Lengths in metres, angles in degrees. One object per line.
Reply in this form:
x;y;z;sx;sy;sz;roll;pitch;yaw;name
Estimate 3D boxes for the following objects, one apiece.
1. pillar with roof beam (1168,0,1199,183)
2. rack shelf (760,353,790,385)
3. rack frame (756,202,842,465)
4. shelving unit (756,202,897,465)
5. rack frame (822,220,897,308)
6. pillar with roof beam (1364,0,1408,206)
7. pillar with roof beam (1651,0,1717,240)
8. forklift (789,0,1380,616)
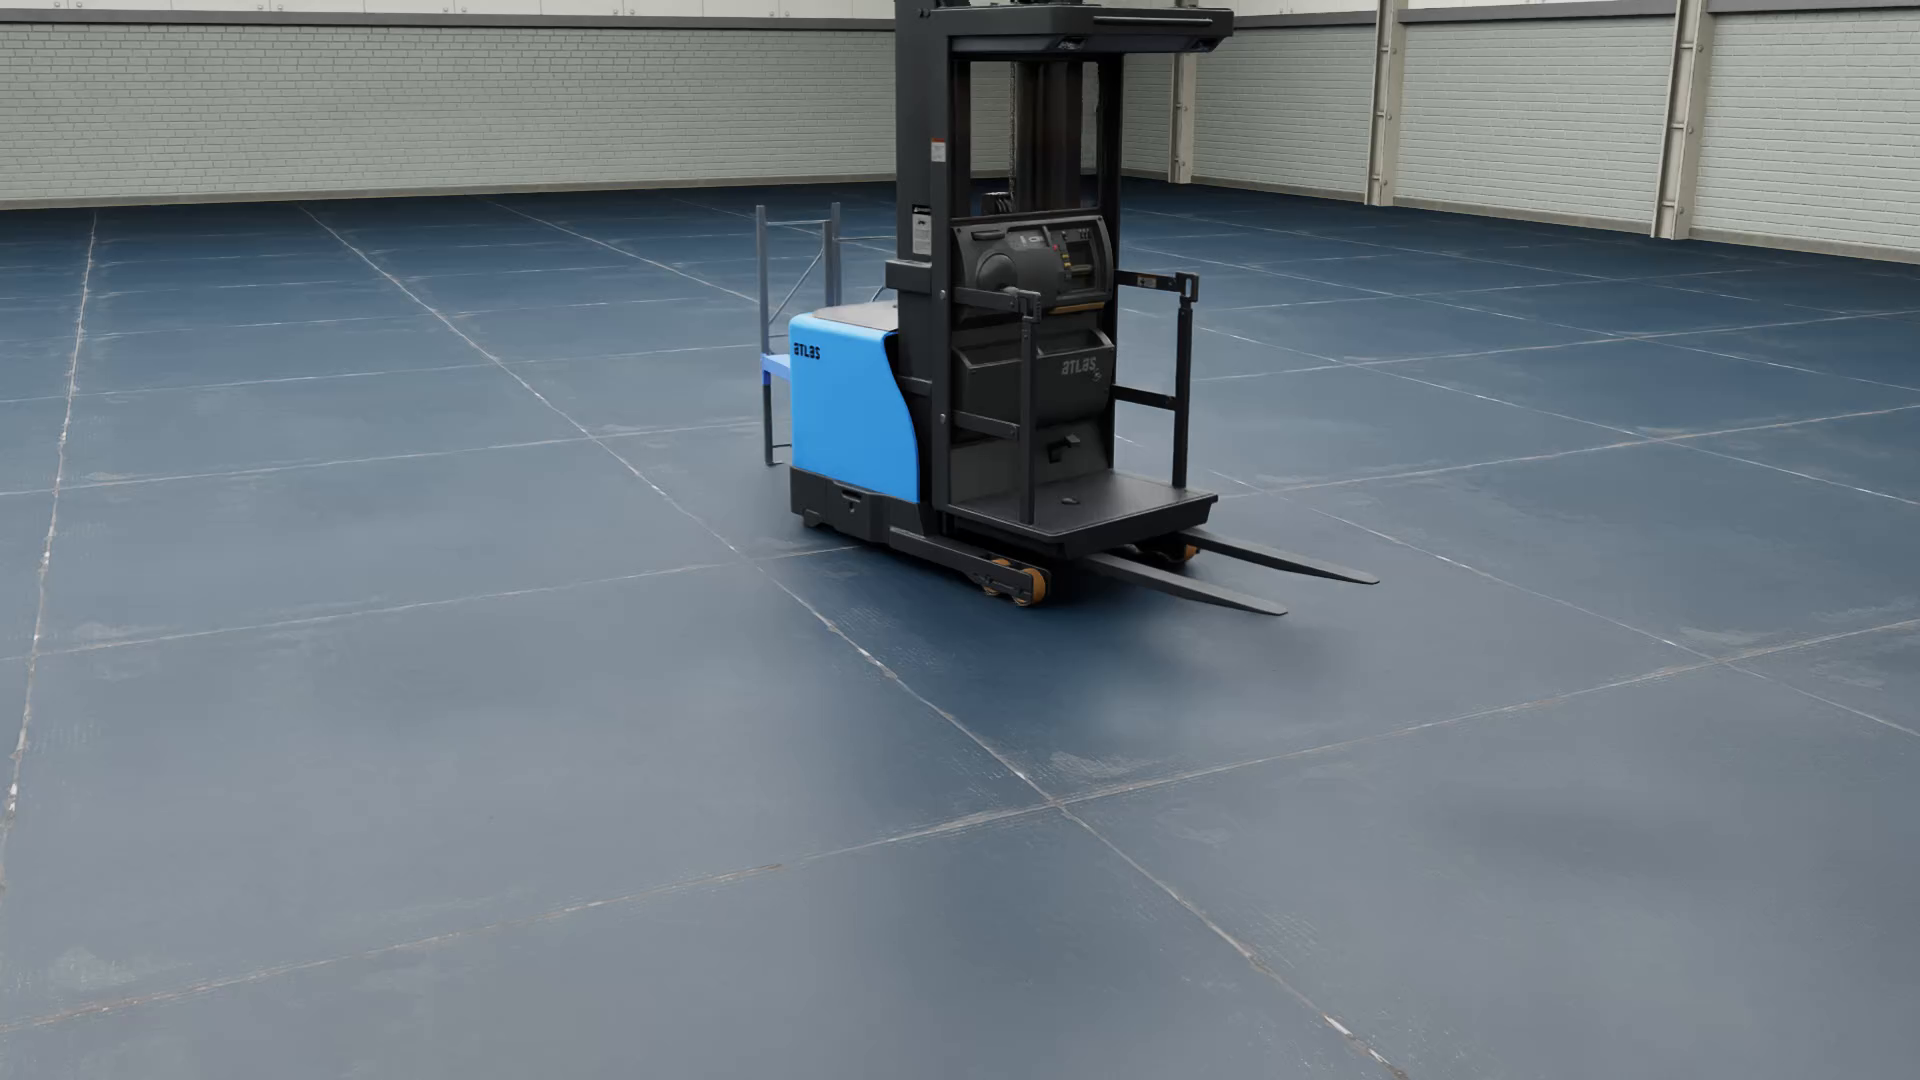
0.478;-10.868;29.808;9.100;9.000;0.400;-8;18;-25;pillar with roof beam
-0.699;-0.898;9.312;0.538;0.185;1.000;-8;18;-25;rack shelf
-0.923;-1.197;9.701;0.500;1.500;0.032;-8;18;-25;rack frame
-0.699;-1.071;9.263;0.538;1.500;1.048;-8;18;-25;shelving unit
-0.474;-0.945;8.824;0.500;1.500;0.032;-8;18;-25;rack frame
3.106;-9.380;24.623;9.100;9.000;0.400;-8;18;-25;pillar with roof beam
5.735;-7.892;19.439;9.100;9.000;0.400;-8;18;-25;pillar with roof beam
0.484;-1.279;7.393;1.130;2.935;3.031;-14;21;-39;forklift
